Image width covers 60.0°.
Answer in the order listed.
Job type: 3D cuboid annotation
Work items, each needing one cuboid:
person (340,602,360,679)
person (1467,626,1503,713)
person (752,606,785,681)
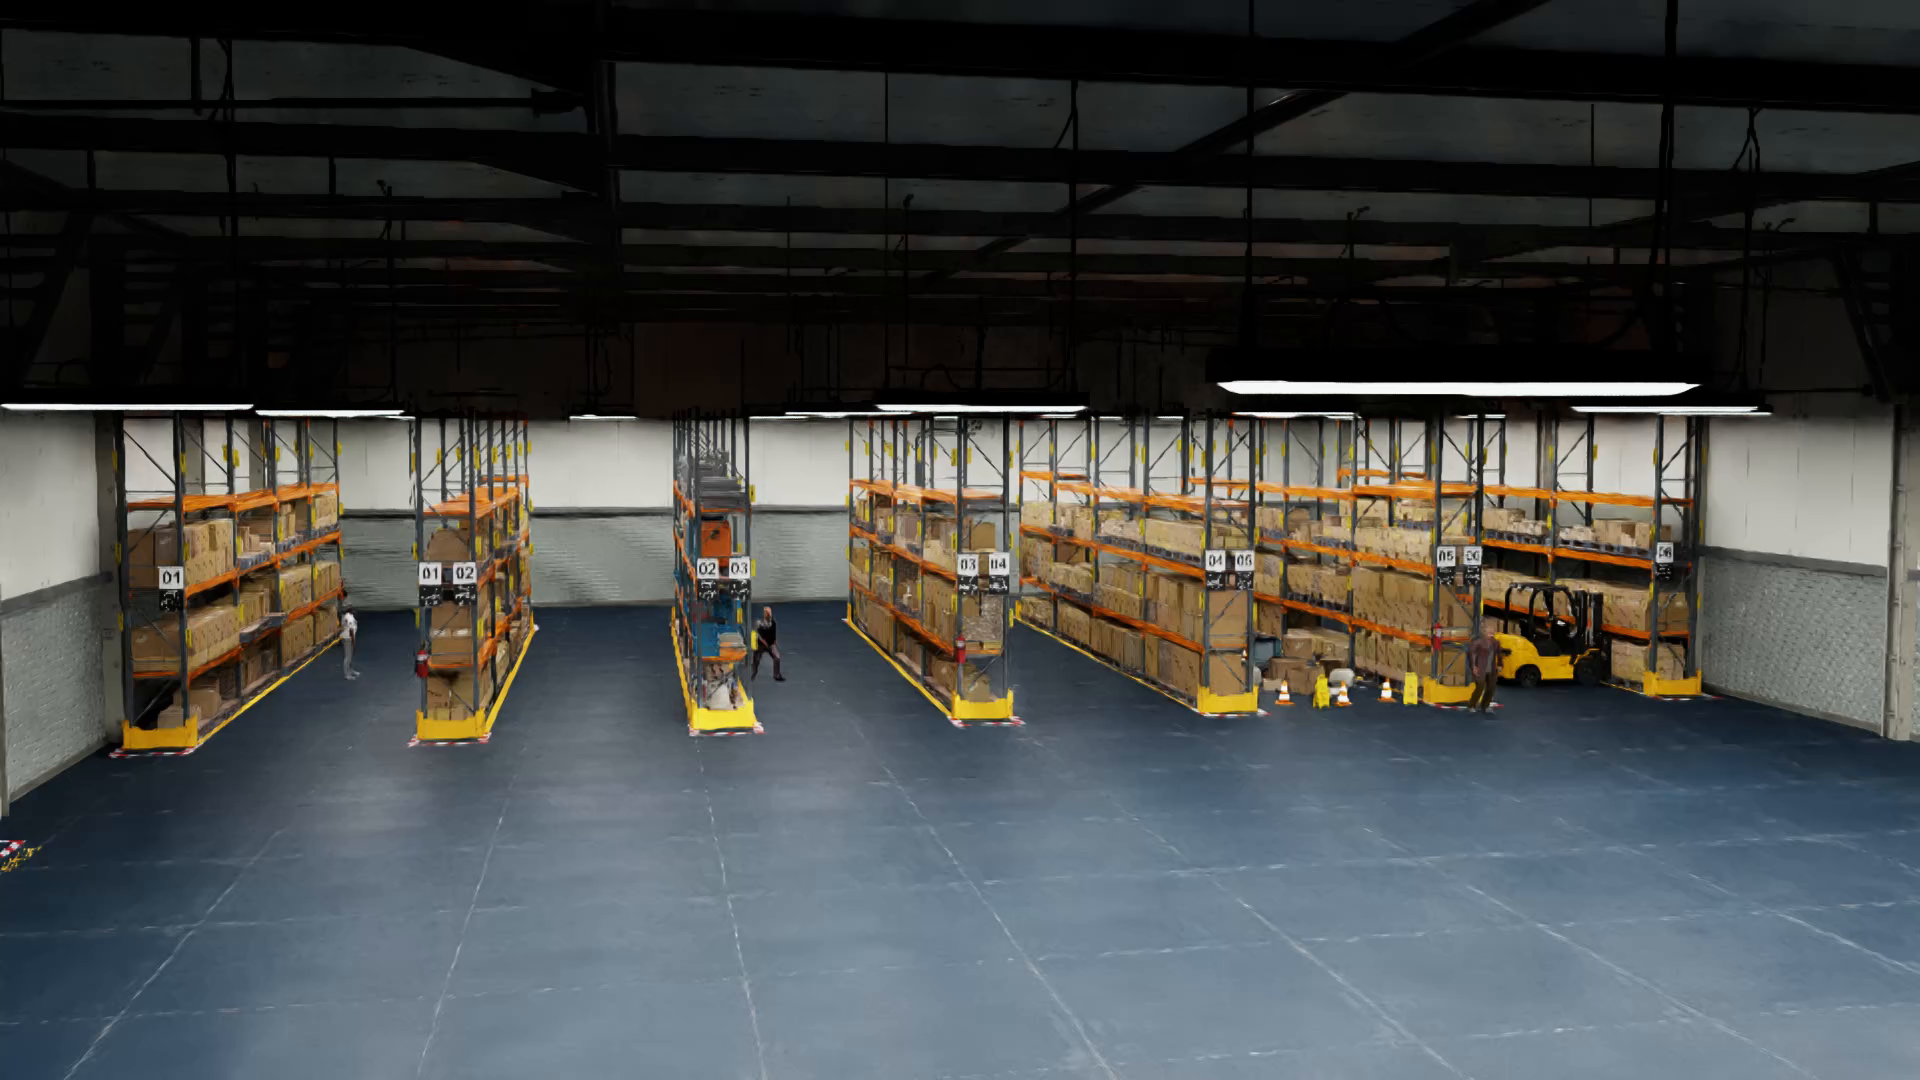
[{"bbox_3d":[-13.617,2.230,37.175,0.440,1.681,0.551,-3,5,-36],"label":"person"},{"bbox_3d":[10.296,2.541,32.648,0.729,1.733,0.546,-1,4,-12],"label":"person"},{"bbox_3d":[-4.299,2.278,36.724,0.674,1.663,0.842,-2,5,-28],"label":"person"}]
